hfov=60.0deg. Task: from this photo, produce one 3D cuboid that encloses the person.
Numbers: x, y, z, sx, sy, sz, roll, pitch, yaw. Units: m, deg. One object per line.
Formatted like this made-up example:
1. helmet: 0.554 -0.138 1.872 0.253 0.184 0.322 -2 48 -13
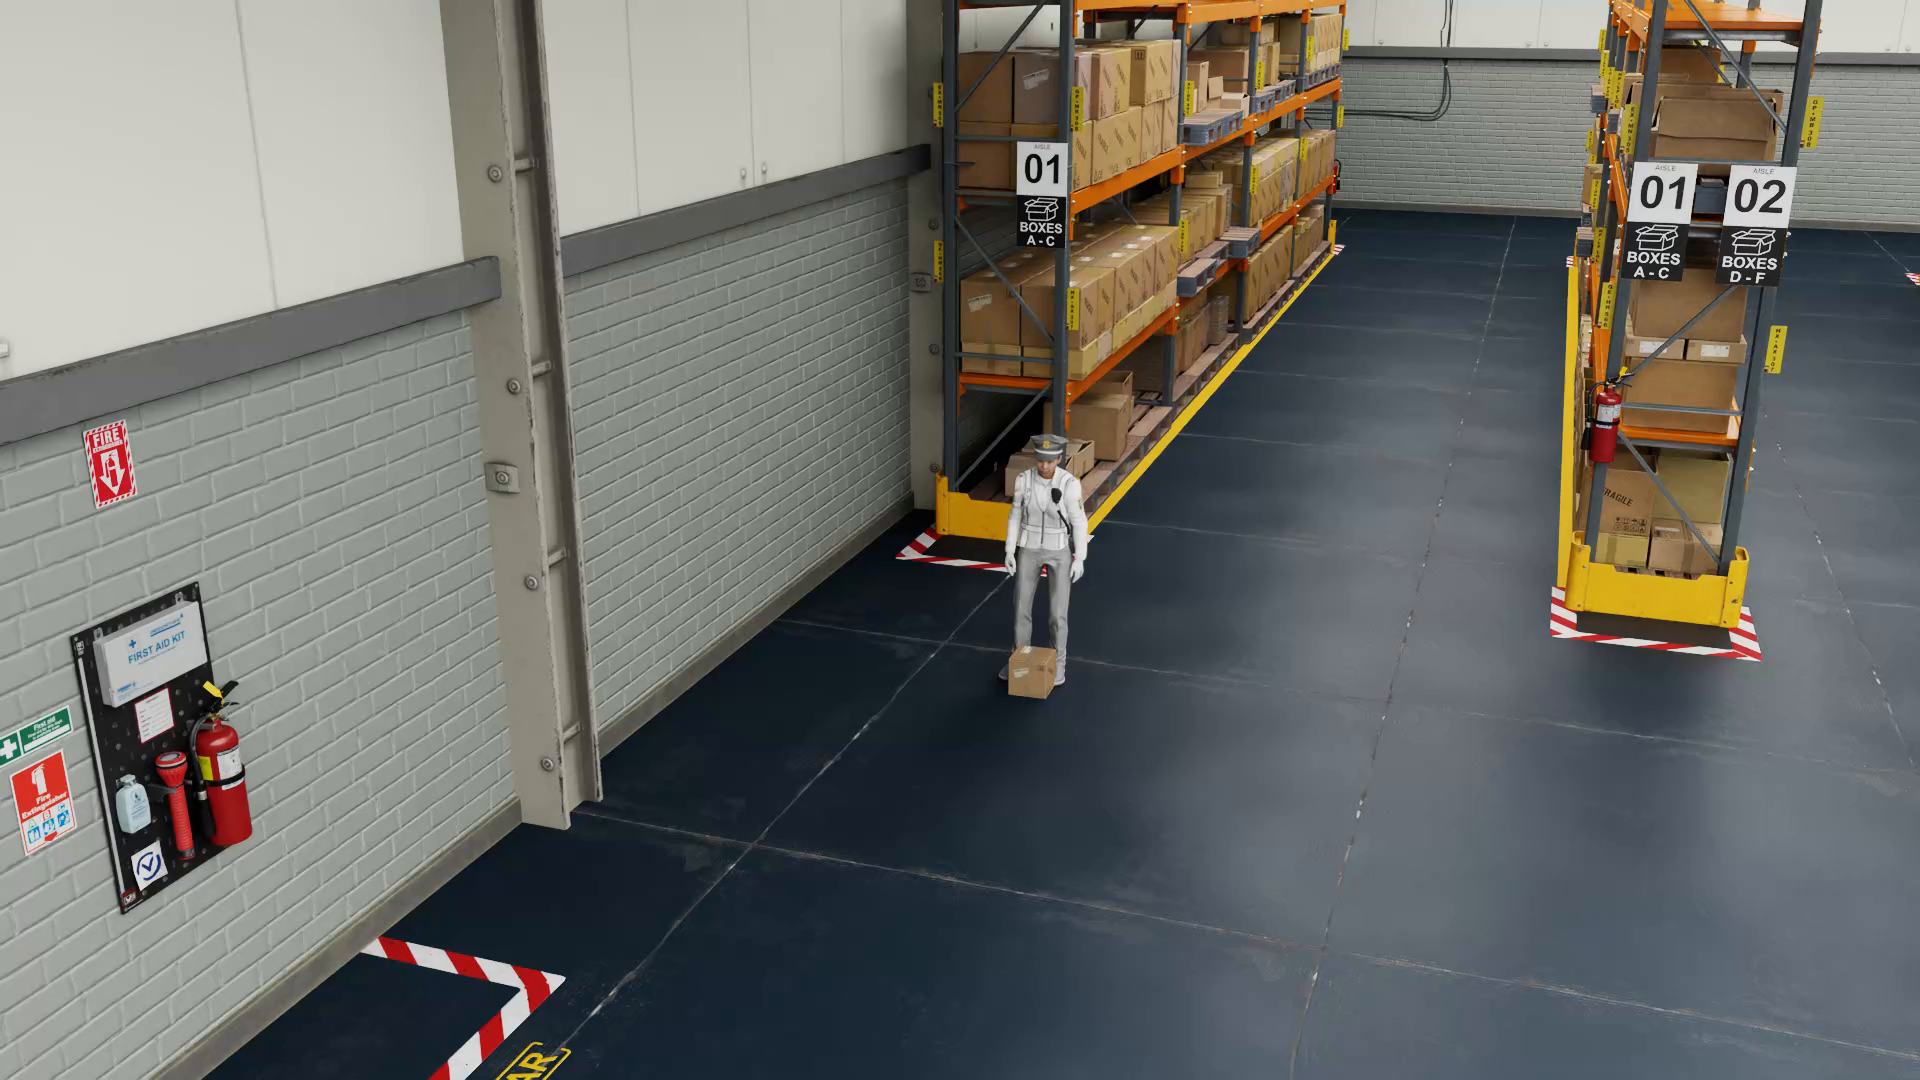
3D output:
1. person: 0.545 0.111 10.729 0.541 1.665 0.373 6 20 16
